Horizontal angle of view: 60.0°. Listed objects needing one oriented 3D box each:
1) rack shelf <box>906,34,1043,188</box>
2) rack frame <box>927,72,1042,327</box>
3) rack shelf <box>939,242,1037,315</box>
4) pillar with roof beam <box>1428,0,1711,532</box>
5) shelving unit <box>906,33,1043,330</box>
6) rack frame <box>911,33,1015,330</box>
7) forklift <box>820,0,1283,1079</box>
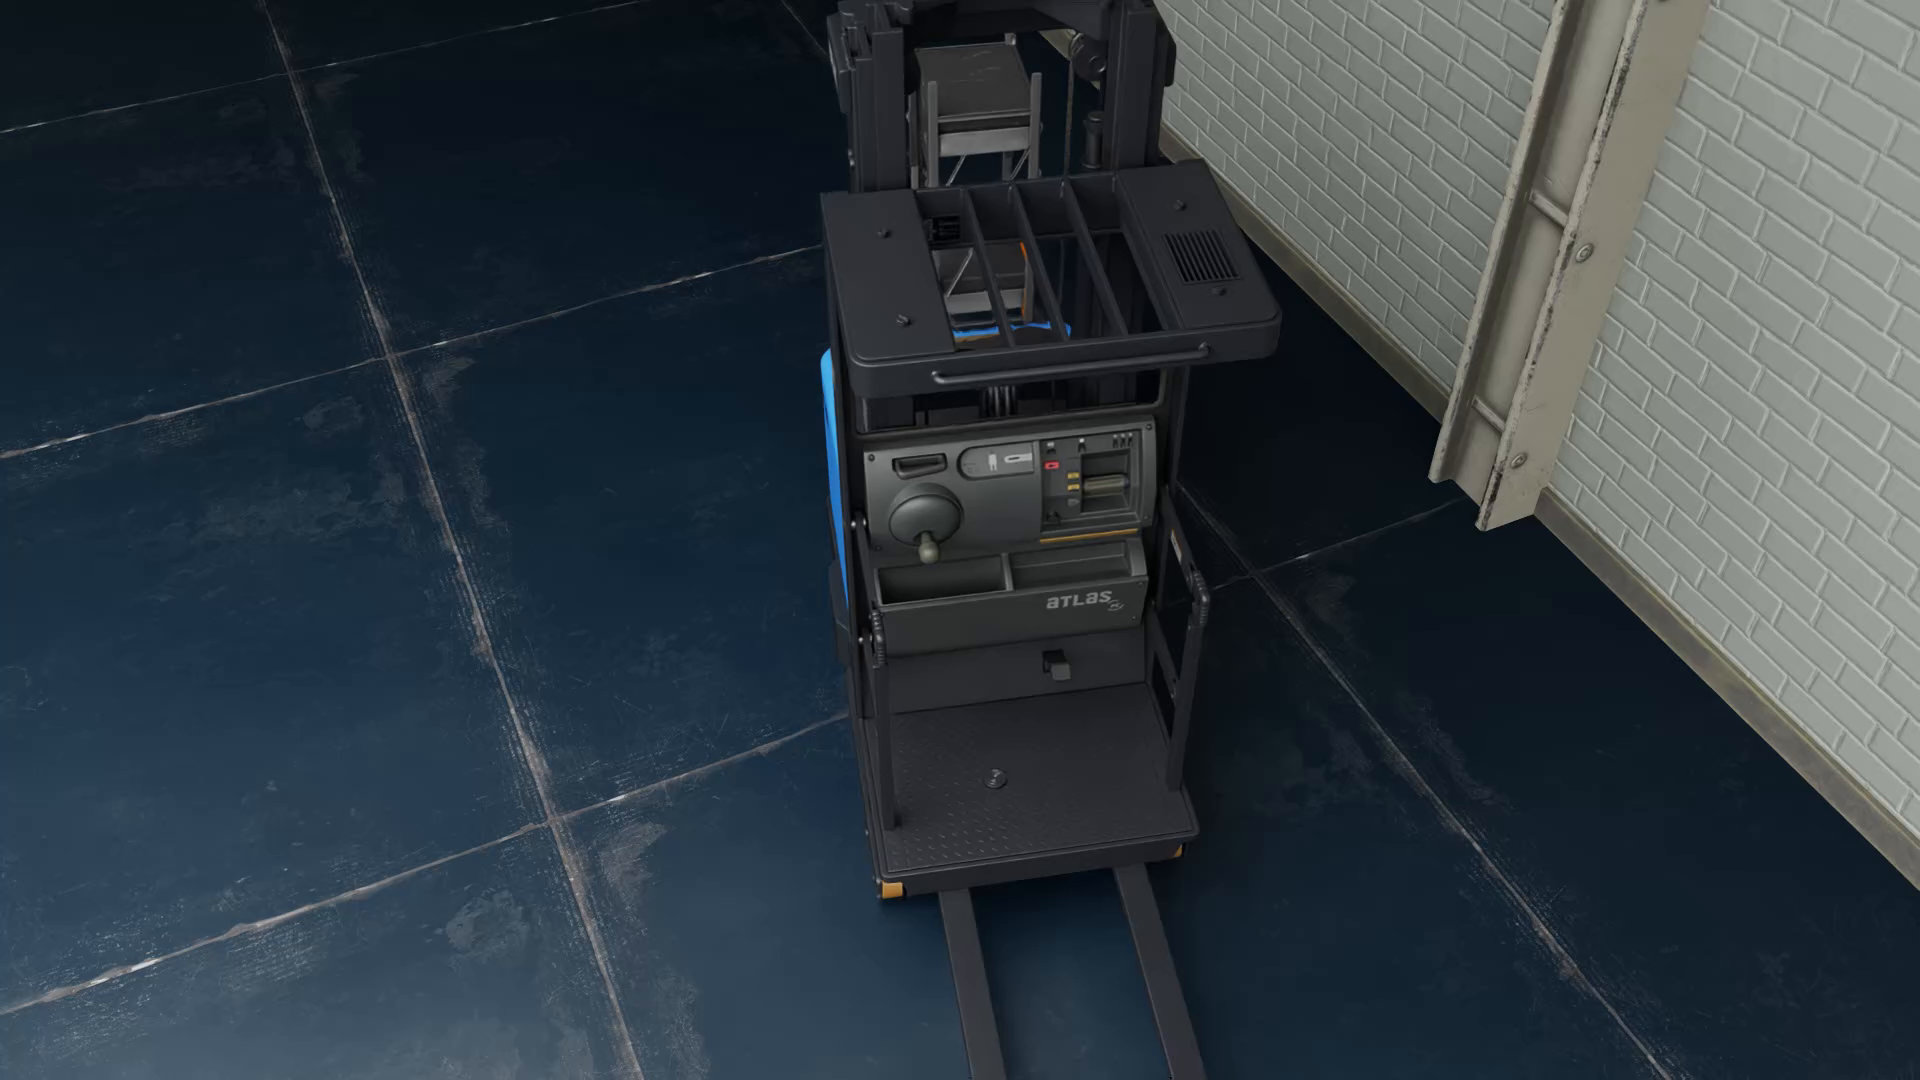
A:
[{"bbox_3d":[0.046,-1.508,6.175,0.431,0.518,0.480,-7,45,-7],"label":"rack shelf"},{"bbox_3d":[0.086,-0.850,6.486,0.400,2.100,0.015,-7,45,-7],"label":"rack frame"},{"bbox_3d":[0.046,-1.010,6.667,0.431,0.518,0.480,-7,45,-7],"label":"rack shelf"},{"bbox_3d":[-1.603,-2.138,2.878,9.100,9.000,0.400,-18,47,-17],"label":"pillar with roof beam"},{"bbox_3d":[0.046,-1.019,6.657,0.431,2.100,0.503,-7,45,-7],"label":"shelving unit"},{"bbox_3d":[0.006,-1.188,6.828,0.400,2.100,0.015,-7,45,-7],"label":"rack frame"},{"bbox_3d":[0.201,-0.066,5.099,1.130,2.935,3.031,-7,45,-7],"label":"forklift"}]
